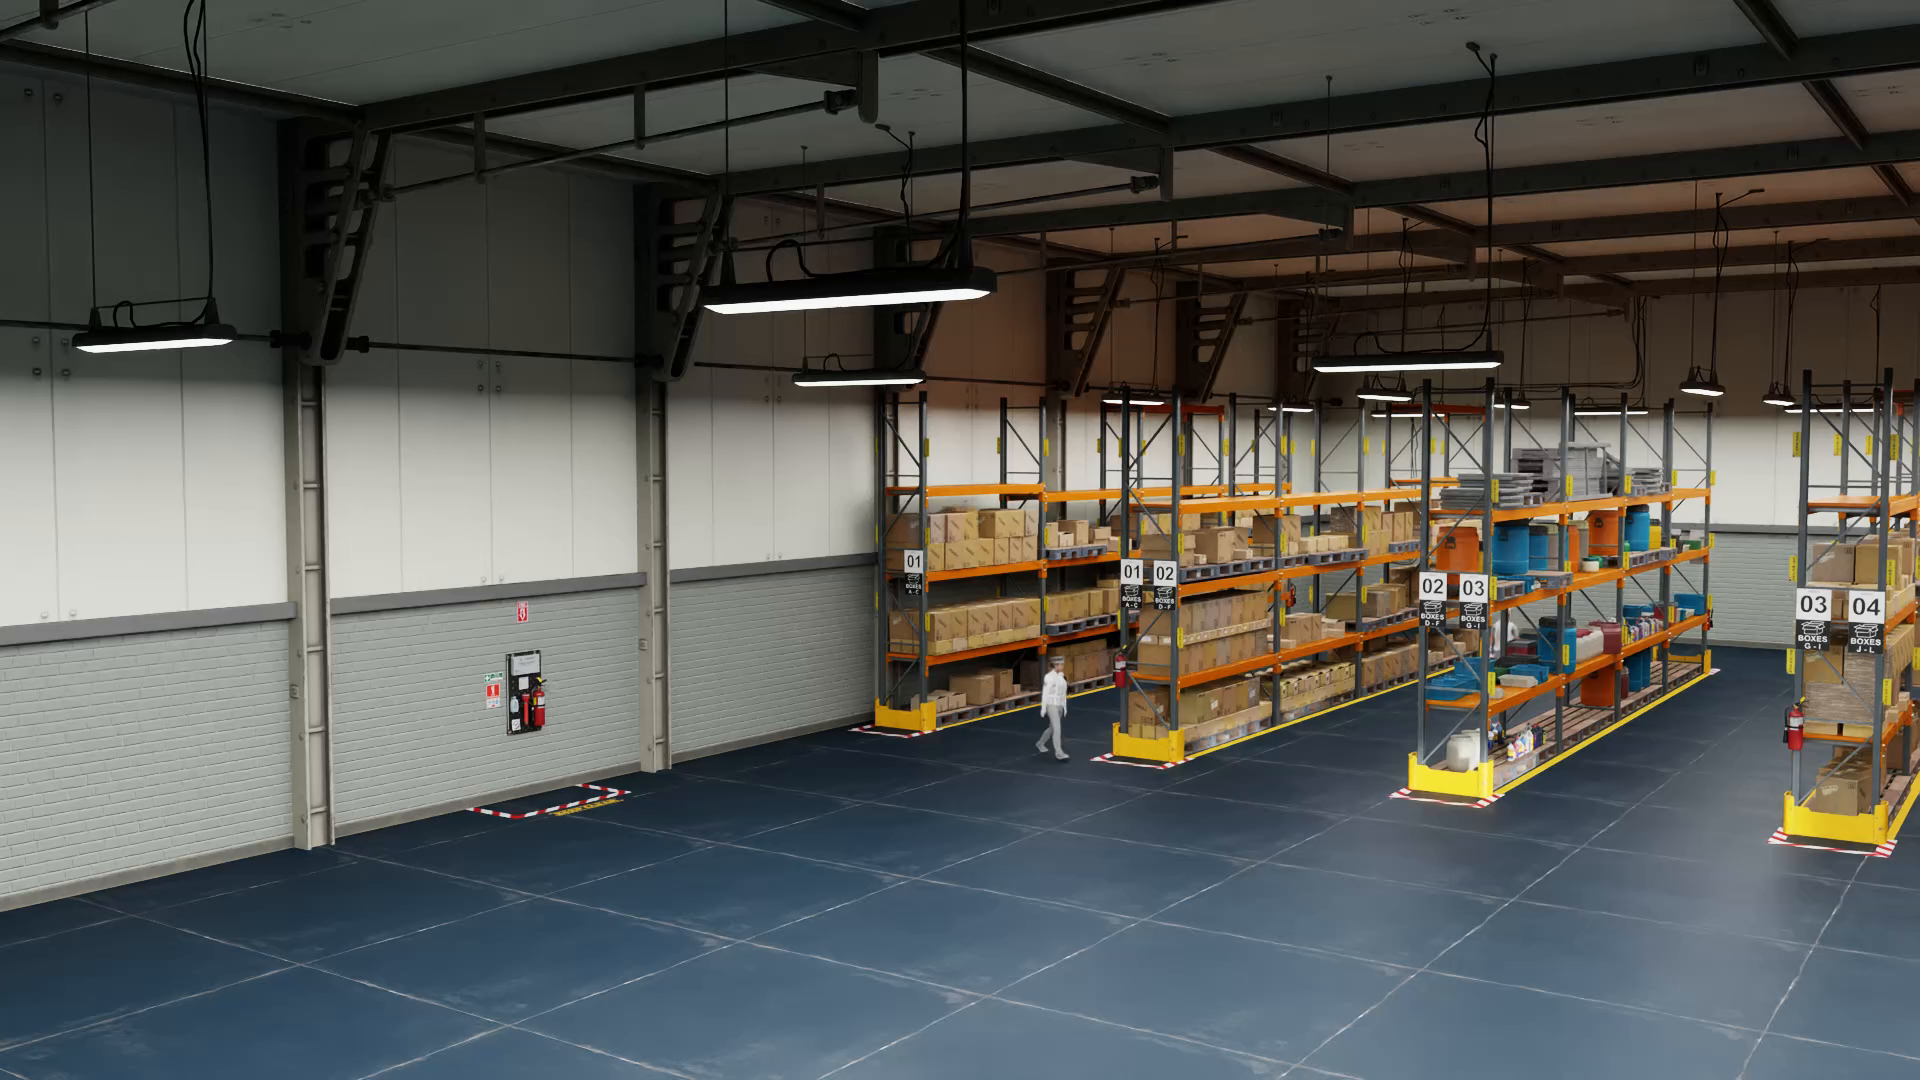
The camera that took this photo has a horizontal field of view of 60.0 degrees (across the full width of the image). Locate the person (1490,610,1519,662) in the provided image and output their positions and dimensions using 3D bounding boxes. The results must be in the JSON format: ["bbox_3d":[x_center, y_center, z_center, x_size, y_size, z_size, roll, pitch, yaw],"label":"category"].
[{"bbox_3d":[11.012,2.251,33.716,0.659,1.731,1.098,2,4,31],"label":"person"}]

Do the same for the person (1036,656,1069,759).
[{"bbox_3d":[1.517,2.697,26.934,0.808,1.629,0.488,2,4,37],"label":"person"}]
